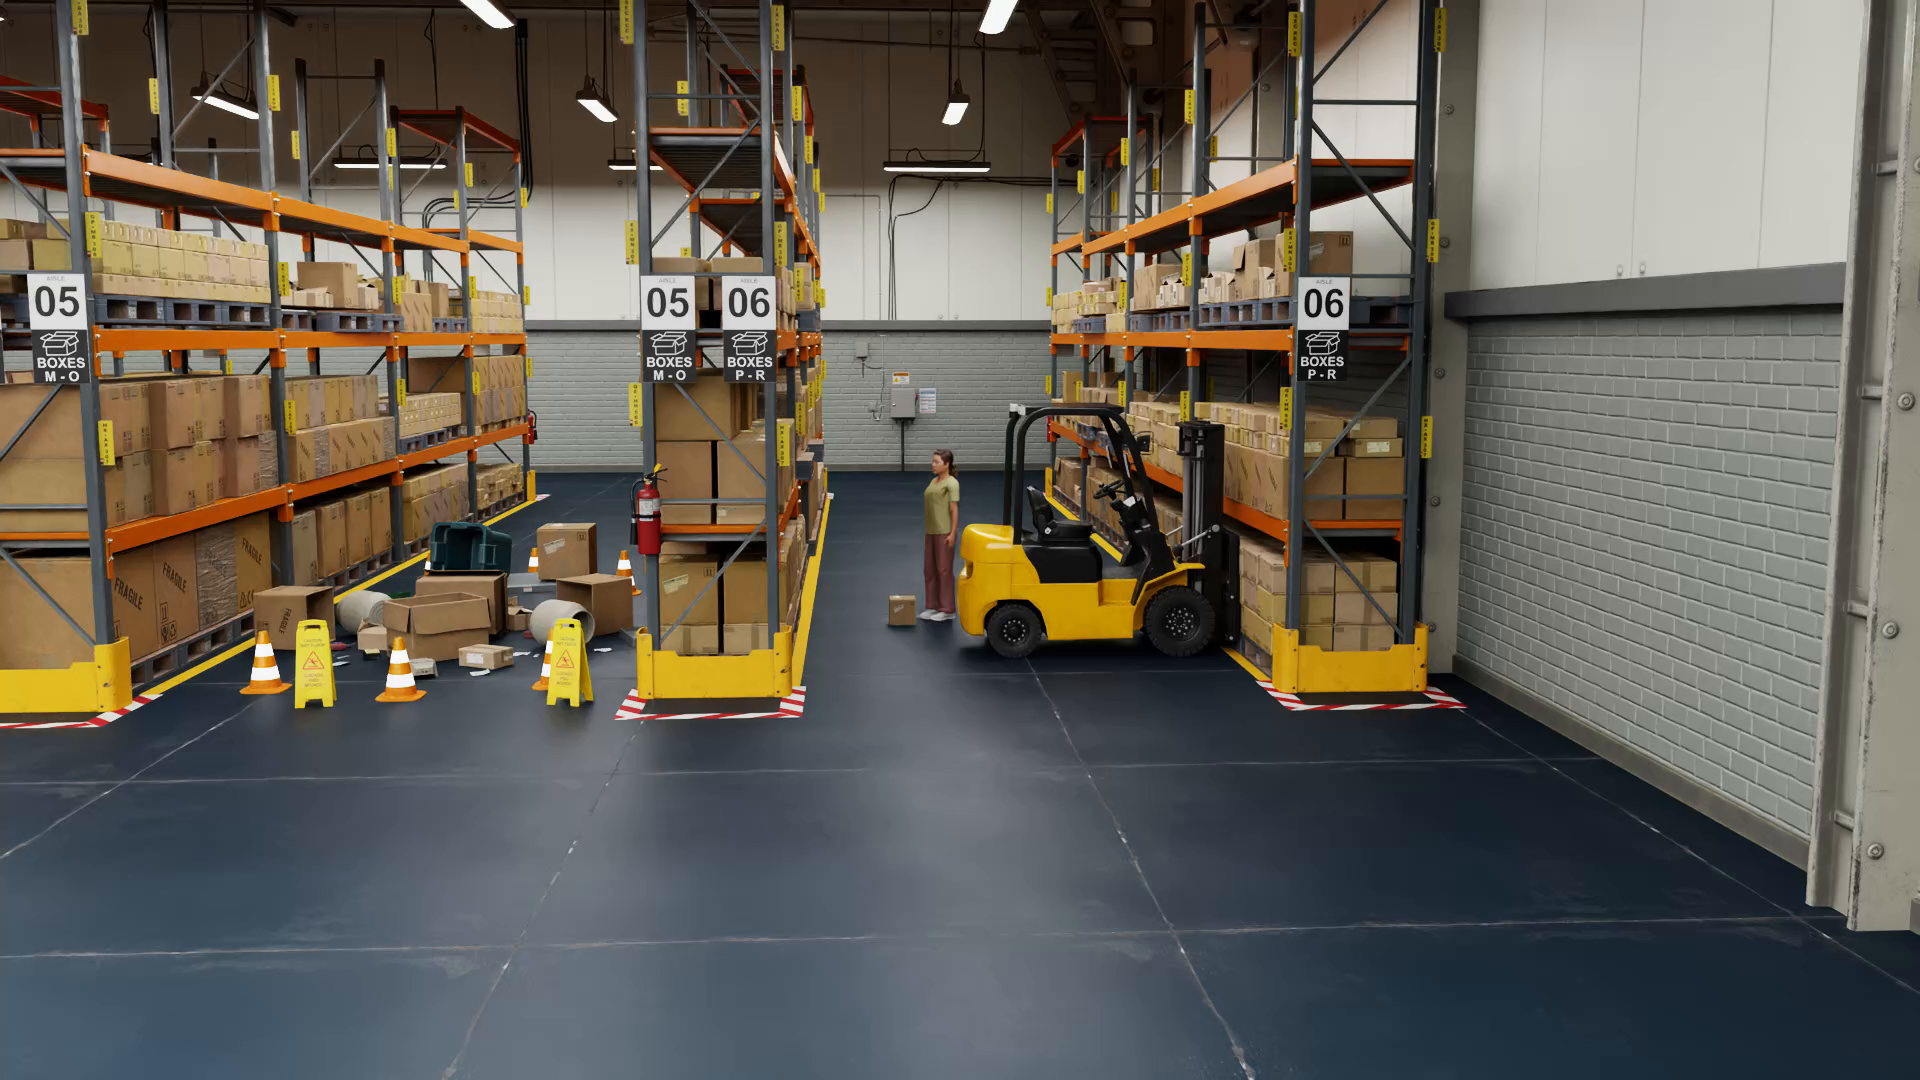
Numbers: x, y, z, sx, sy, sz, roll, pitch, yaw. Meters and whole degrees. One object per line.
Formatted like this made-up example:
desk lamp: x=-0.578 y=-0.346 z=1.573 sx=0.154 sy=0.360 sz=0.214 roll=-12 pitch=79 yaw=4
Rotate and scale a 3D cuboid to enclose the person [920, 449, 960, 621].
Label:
person: x=-0.182 y=-0.050 z=16.200 sx=0.373 sy=1.674 sz=0.447 roll=-4 pitch=8 yaw=-31
